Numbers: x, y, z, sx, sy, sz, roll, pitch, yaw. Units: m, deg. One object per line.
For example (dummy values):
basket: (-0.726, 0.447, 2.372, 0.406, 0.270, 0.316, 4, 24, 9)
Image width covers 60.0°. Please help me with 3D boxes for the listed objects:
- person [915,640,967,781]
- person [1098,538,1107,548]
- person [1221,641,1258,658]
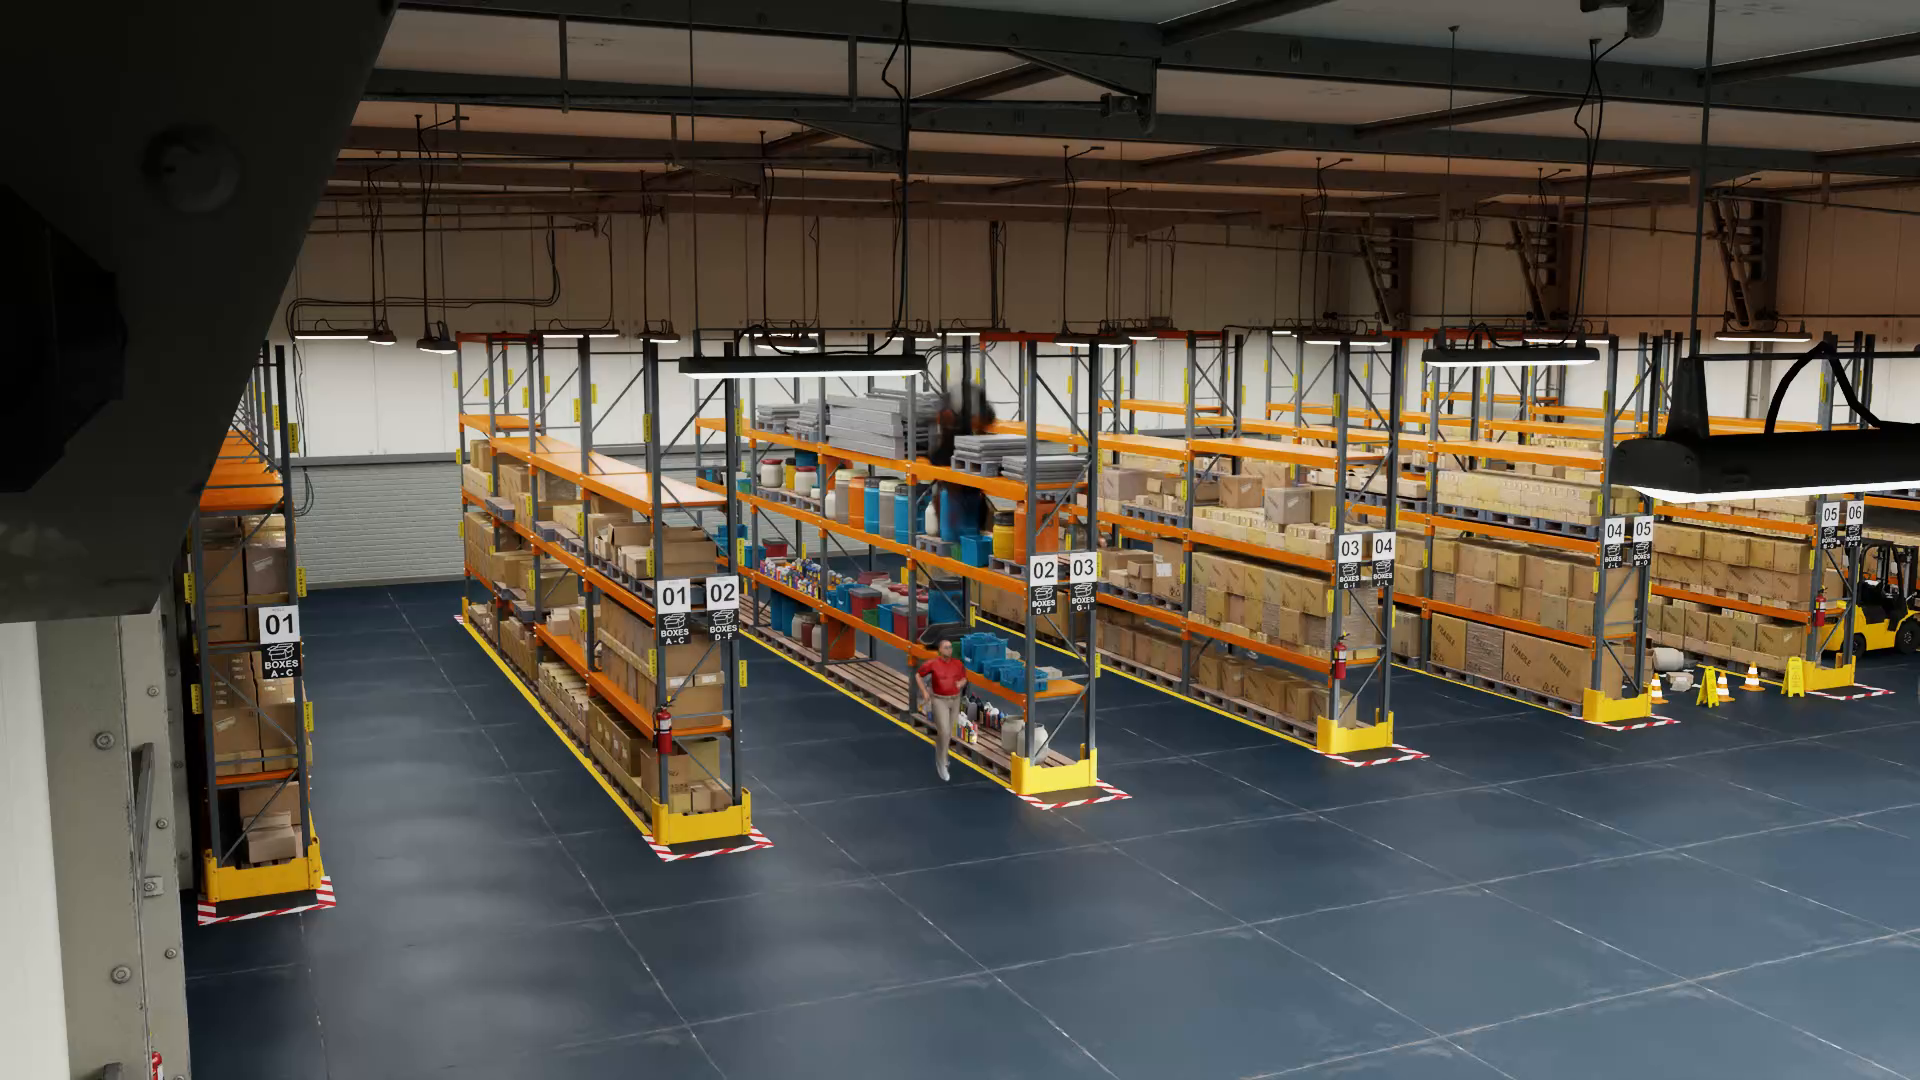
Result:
person: (-0.181, 2.250, 22.160, 0.629, 1.830, 0.649, -5, 9, -30)
person: (2.937, 0.813, 34.656, 0.729, 1.736, 0.627, -3, 8, -19)
person: (5.199, 1.363, 30.811, 0.545, 1.580, 0.873, -6, 10, -36)
